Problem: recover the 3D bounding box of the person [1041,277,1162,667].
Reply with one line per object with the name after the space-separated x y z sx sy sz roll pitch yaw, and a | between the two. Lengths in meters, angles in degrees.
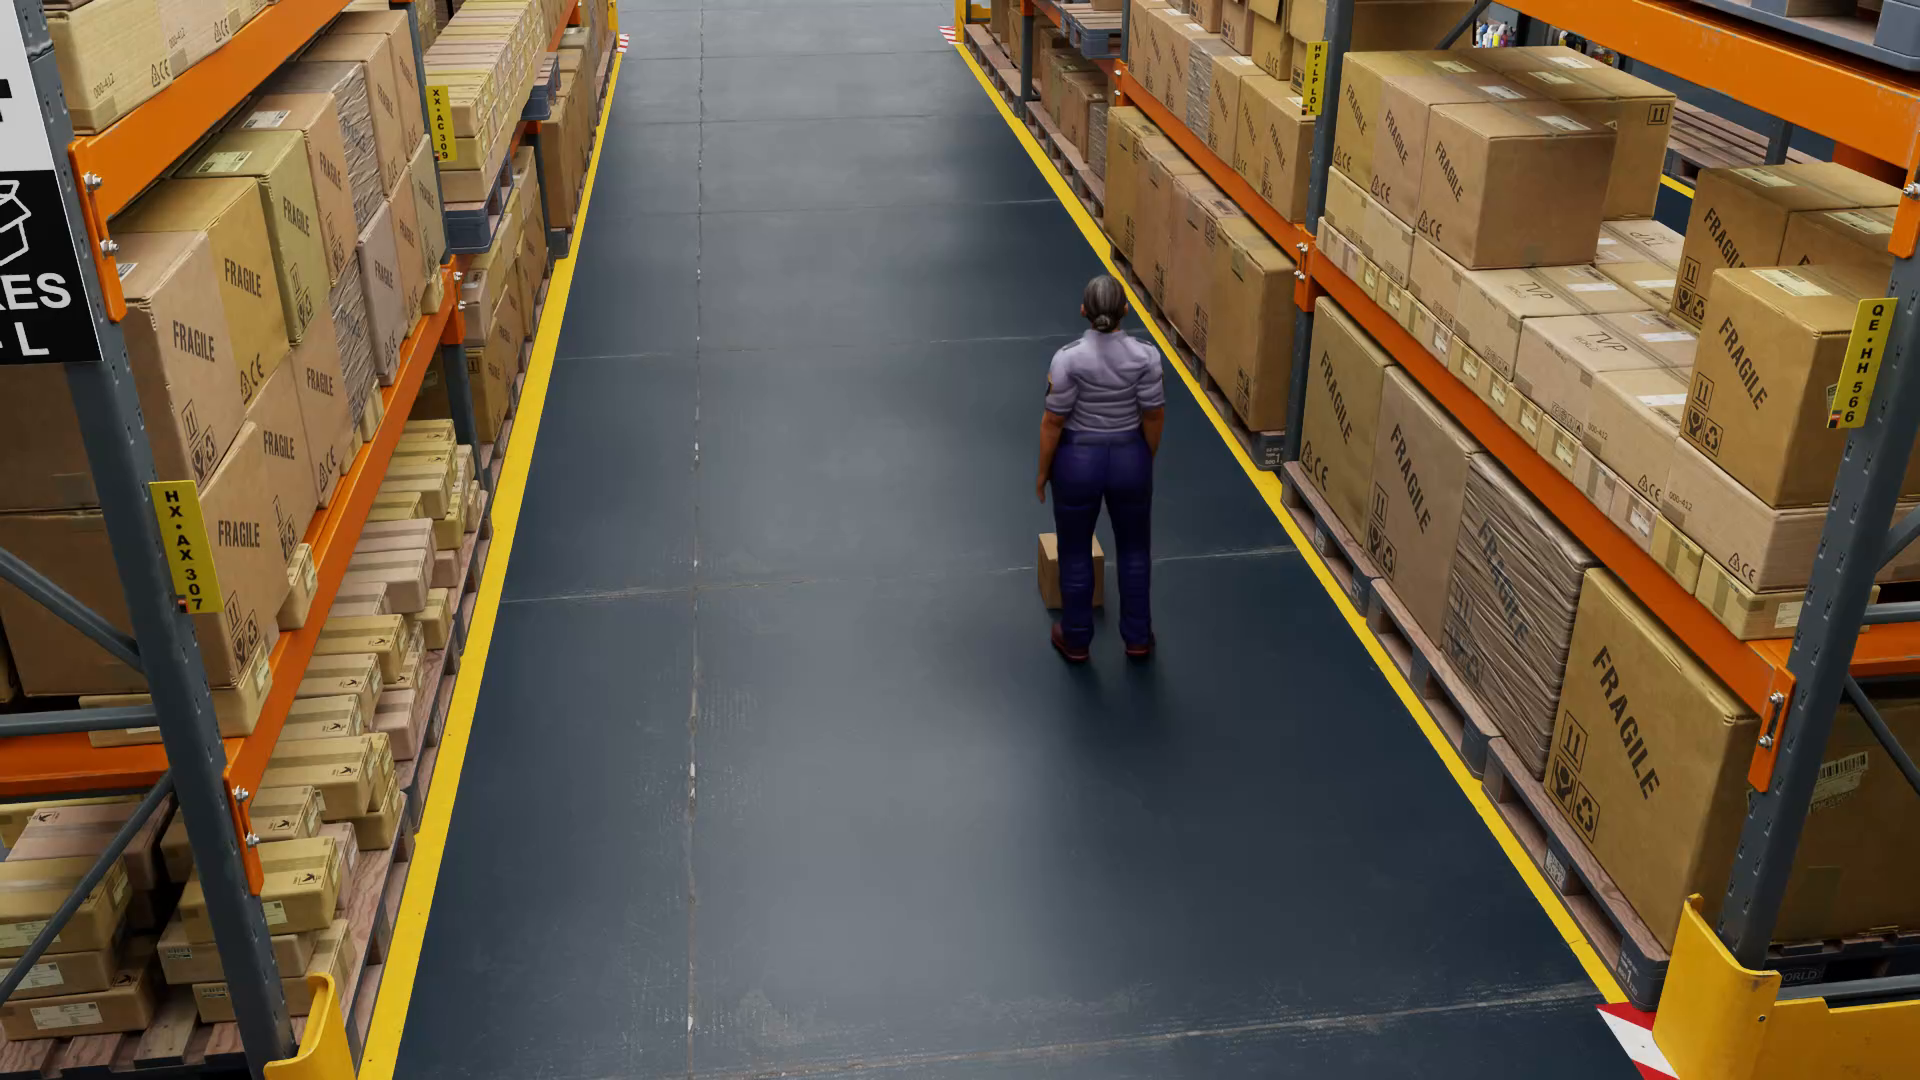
0.545 -0.268 6.659 0.467 1.645 0.343 -3 27 -6 | person
